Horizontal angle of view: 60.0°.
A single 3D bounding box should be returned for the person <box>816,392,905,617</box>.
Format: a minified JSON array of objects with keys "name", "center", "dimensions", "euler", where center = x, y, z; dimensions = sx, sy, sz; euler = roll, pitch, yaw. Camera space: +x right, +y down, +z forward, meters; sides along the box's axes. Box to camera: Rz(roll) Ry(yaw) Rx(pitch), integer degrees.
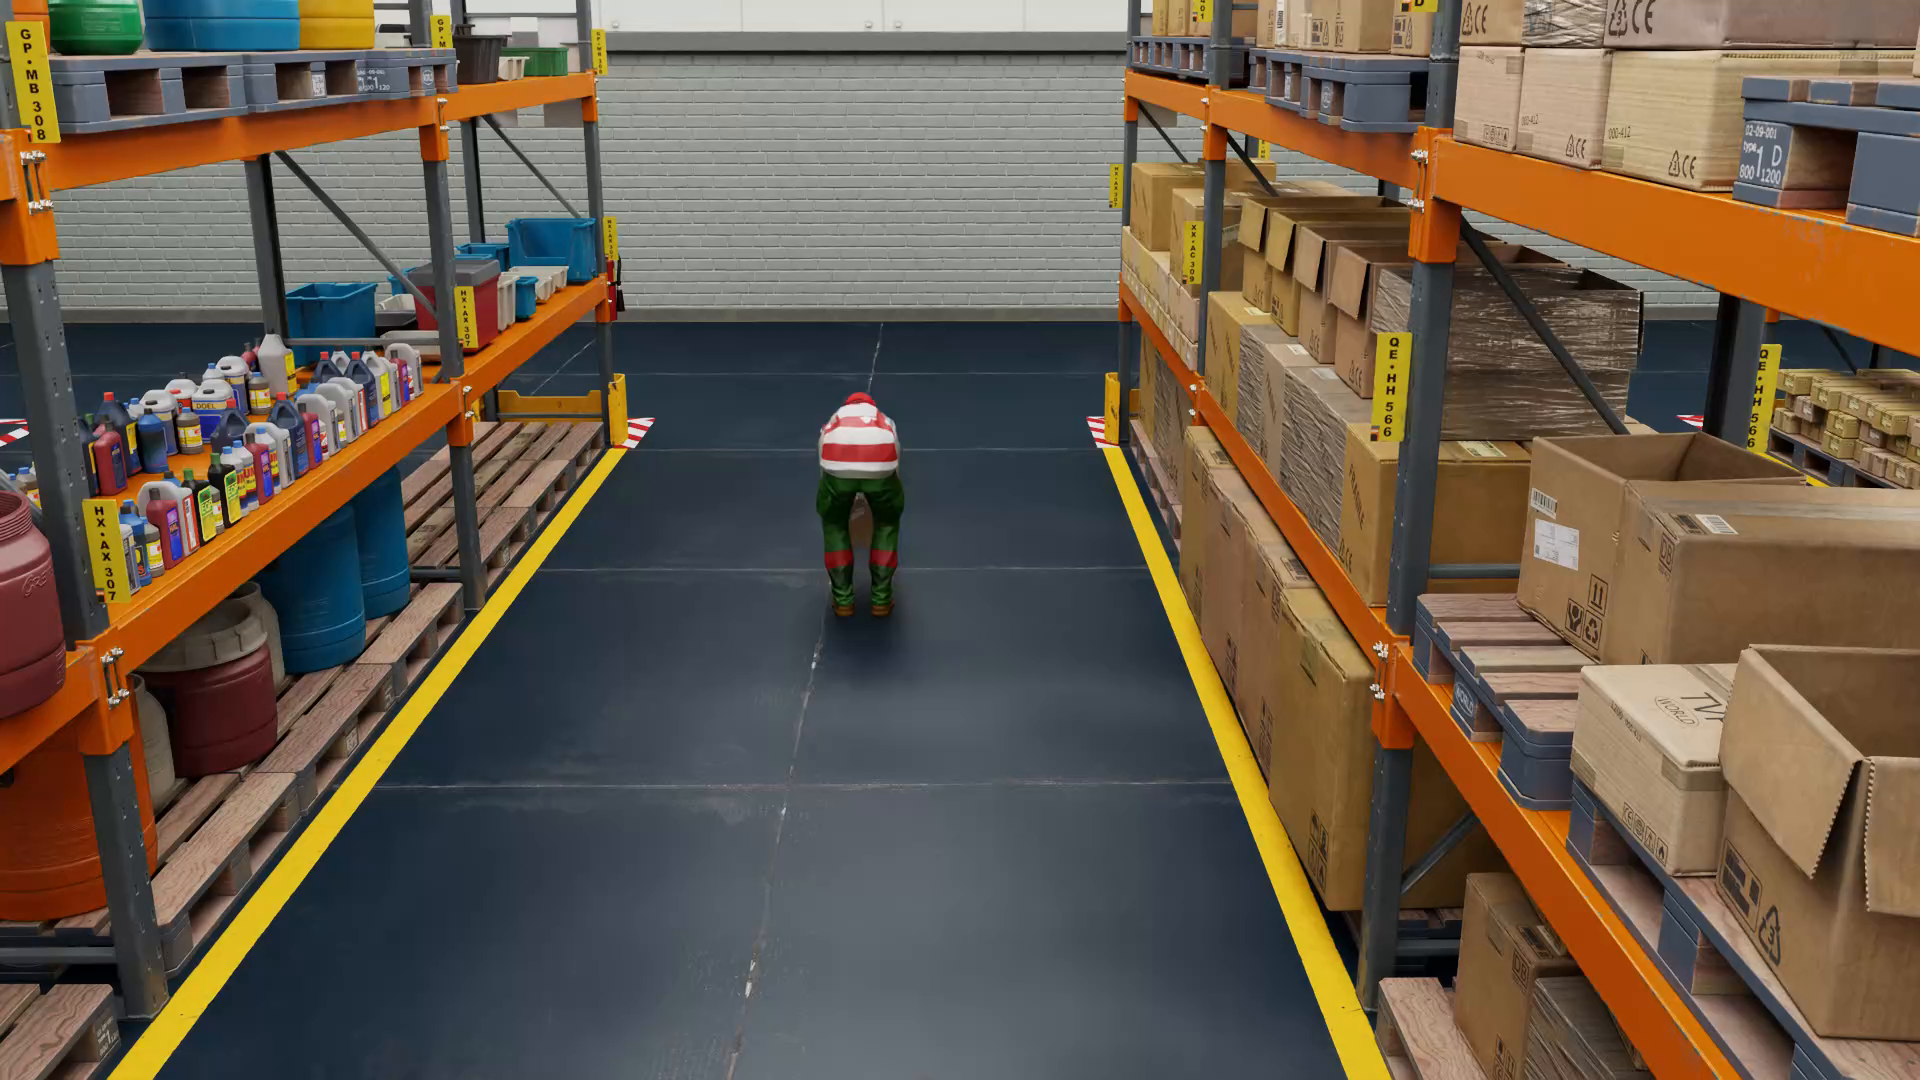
[{"name":"person","center":[-0.555,-0.203,9.292],"dimensions":[0.485,1.128,0.962],"euler":[-1,17,-3]}]
